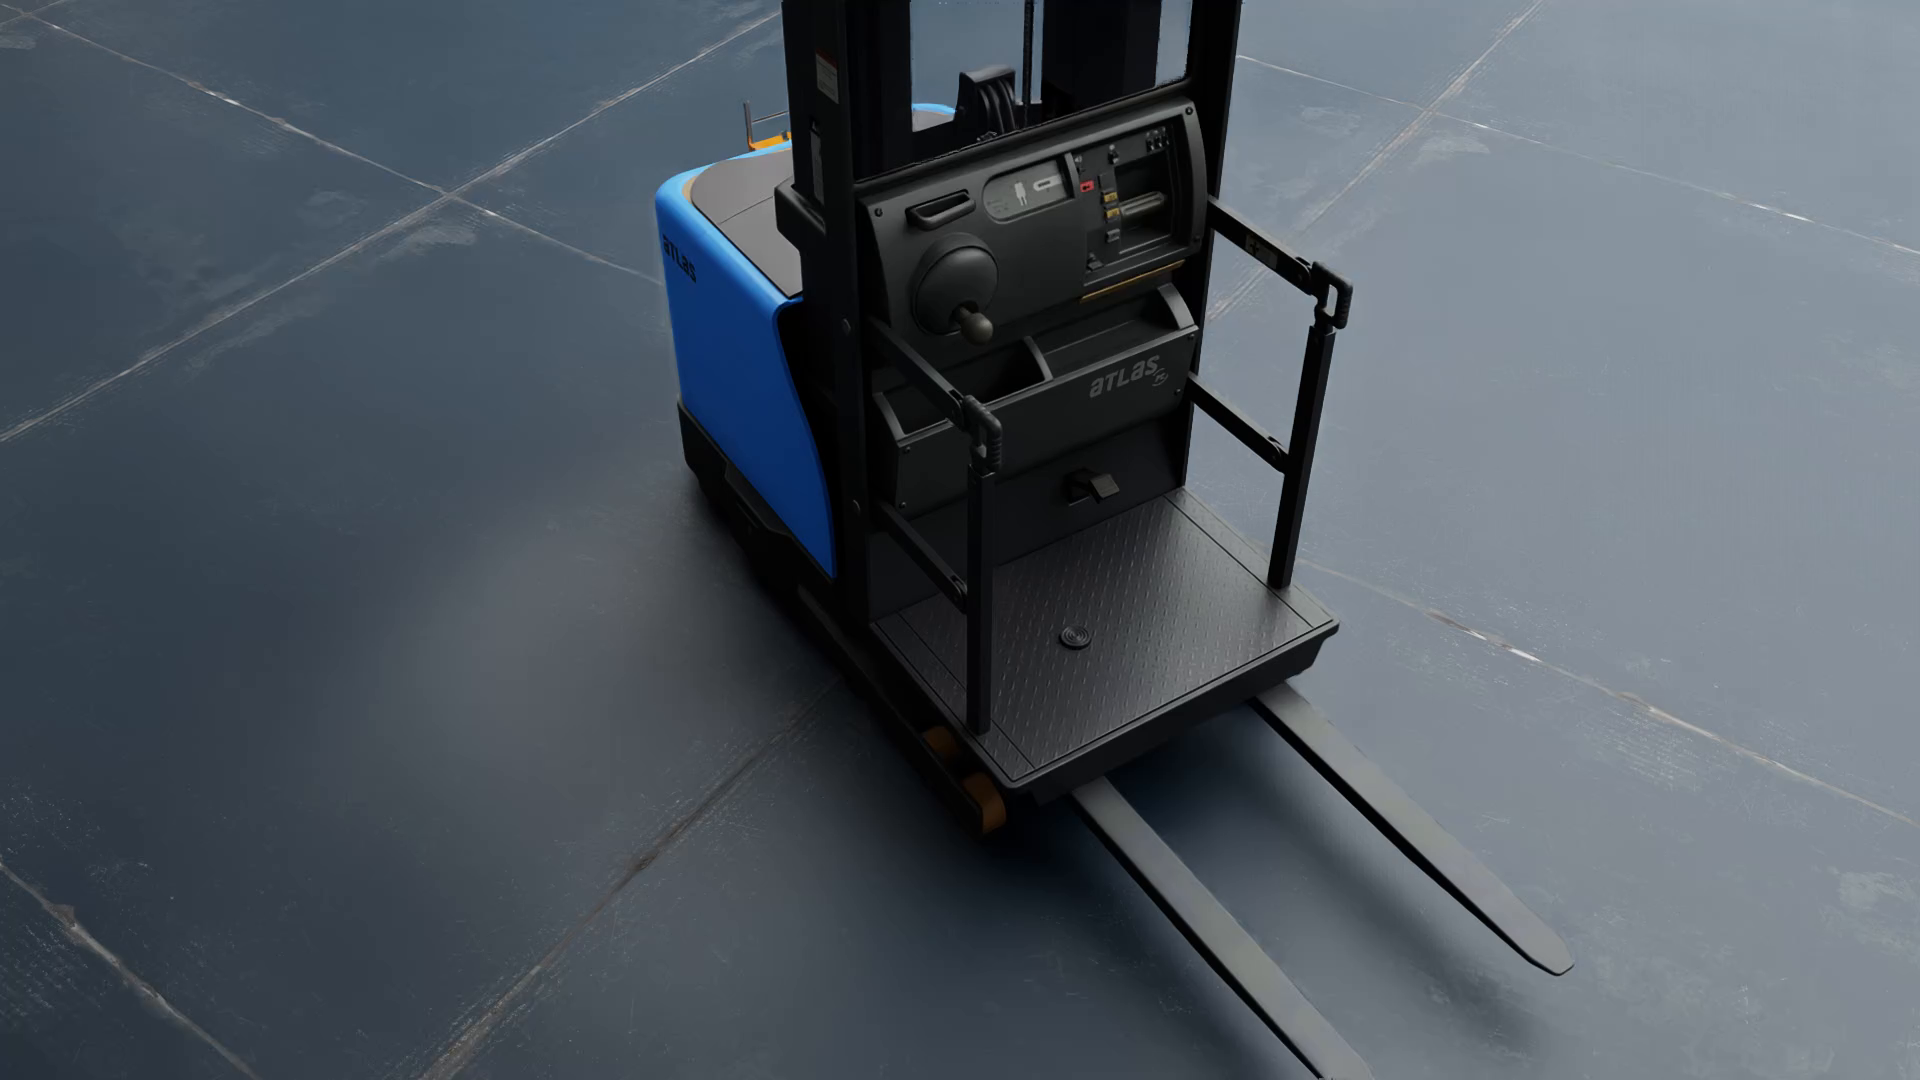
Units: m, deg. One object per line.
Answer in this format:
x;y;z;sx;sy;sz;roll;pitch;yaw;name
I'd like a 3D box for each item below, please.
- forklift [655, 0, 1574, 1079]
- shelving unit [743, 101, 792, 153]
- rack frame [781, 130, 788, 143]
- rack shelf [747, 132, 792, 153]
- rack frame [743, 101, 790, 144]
0.318;-0.680;3.811;1.130;2.935;3.031;-23;47;-24;forklift
-0.517;-0.941;5.509;0.215;1.050;0.252;-24;45;-24;shelving unit
-0.449;-0.876;5.431;0.200;1.050;0.008;-24;45;-24;rack frame
-0.521;-1.149;5.332;0.215;0.259;0.240;-24;45;-24;rack shelf
-0.584;-1.006;5.587;0.200;1.050;0.008;-24;45;-24;rack frame
